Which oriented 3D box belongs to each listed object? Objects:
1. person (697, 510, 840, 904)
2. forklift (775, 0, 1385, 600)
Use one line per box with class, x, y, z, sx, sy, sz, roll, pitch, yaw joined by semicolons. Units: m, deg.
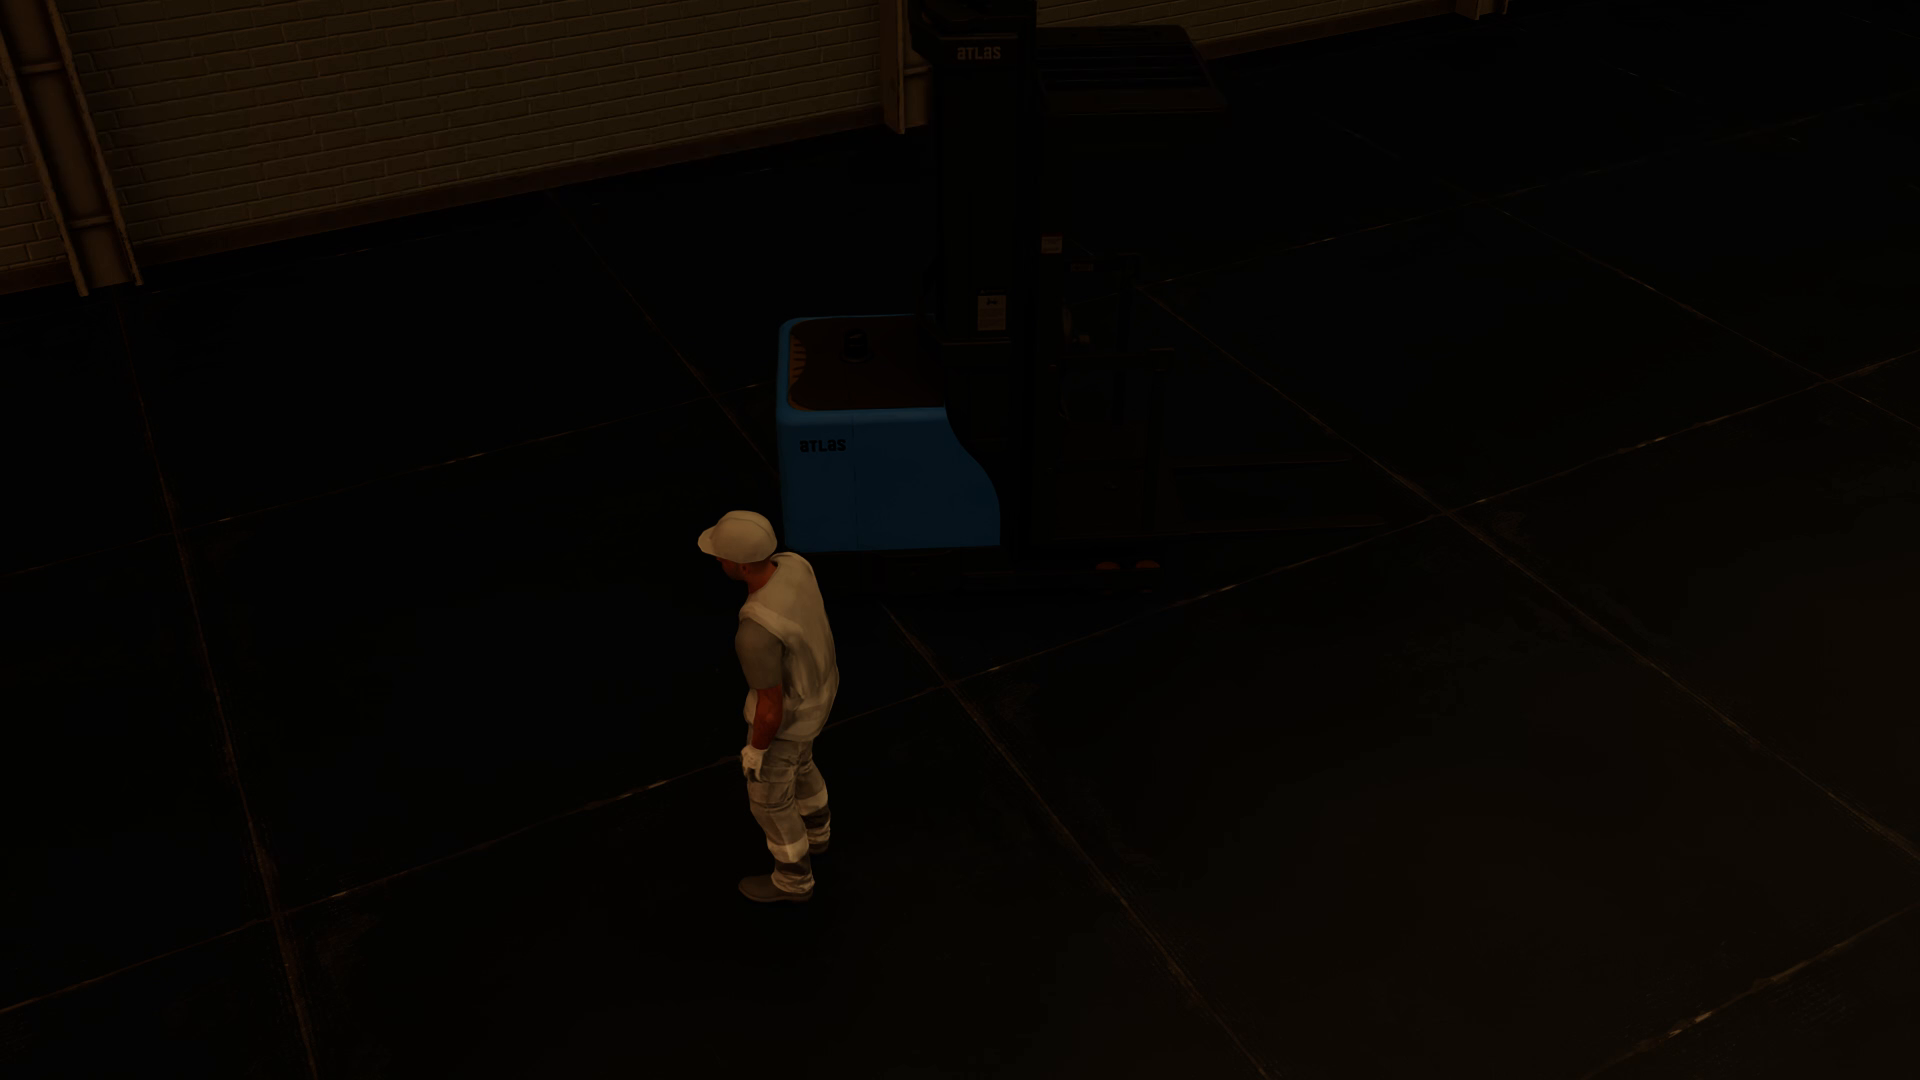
person;-0.687;0.629;6.237;0.454;1.777;0.612;8;36;11
forklift;0.613;-1.228;7.860;3.031;2.935;1.130;-2;35;-3
